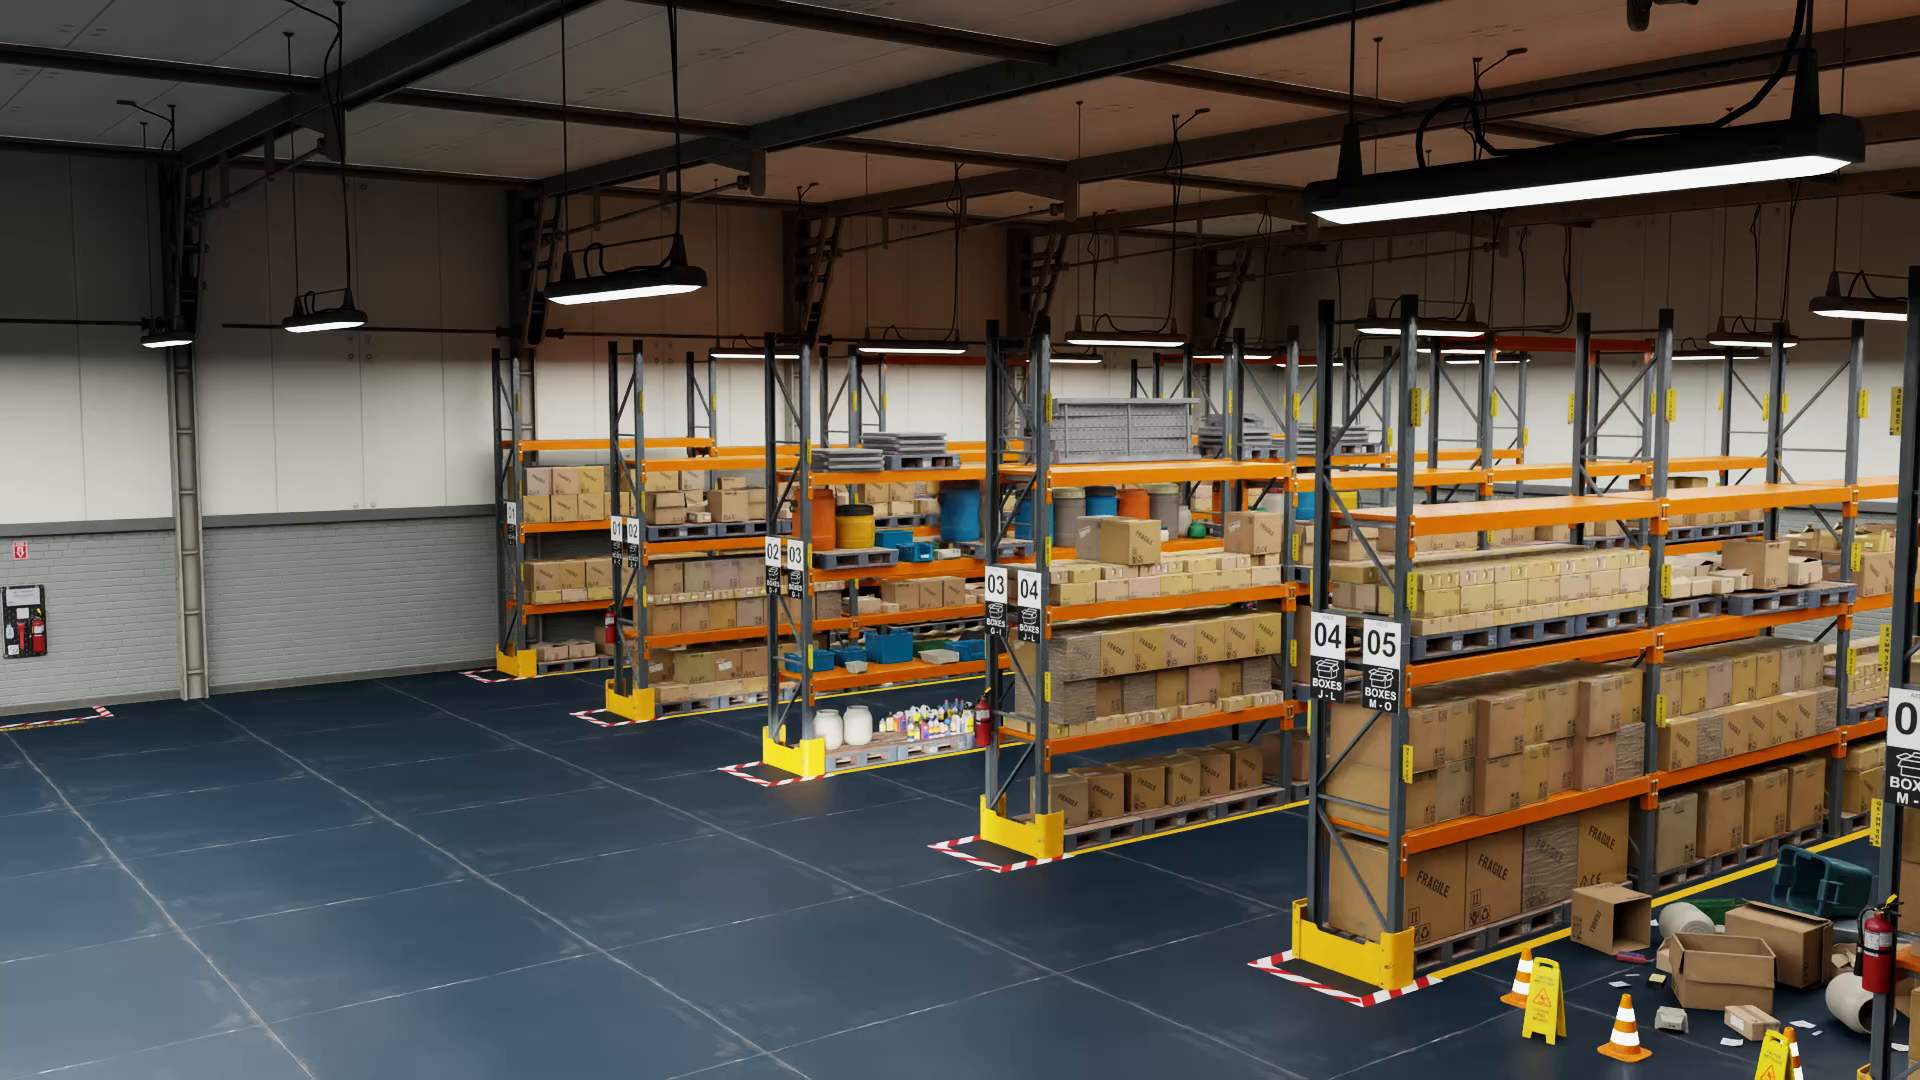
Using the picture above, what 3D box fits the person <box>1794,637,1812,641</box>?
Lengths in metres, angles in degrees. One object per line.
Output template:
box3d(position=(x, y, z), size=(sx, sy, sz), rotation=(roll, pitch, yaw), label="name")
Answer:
box3d(position=(11.747, 2.244, 23.243), size=(0.587, 1.763, 0.444), rotation=(1, 5, 12), label="person")
